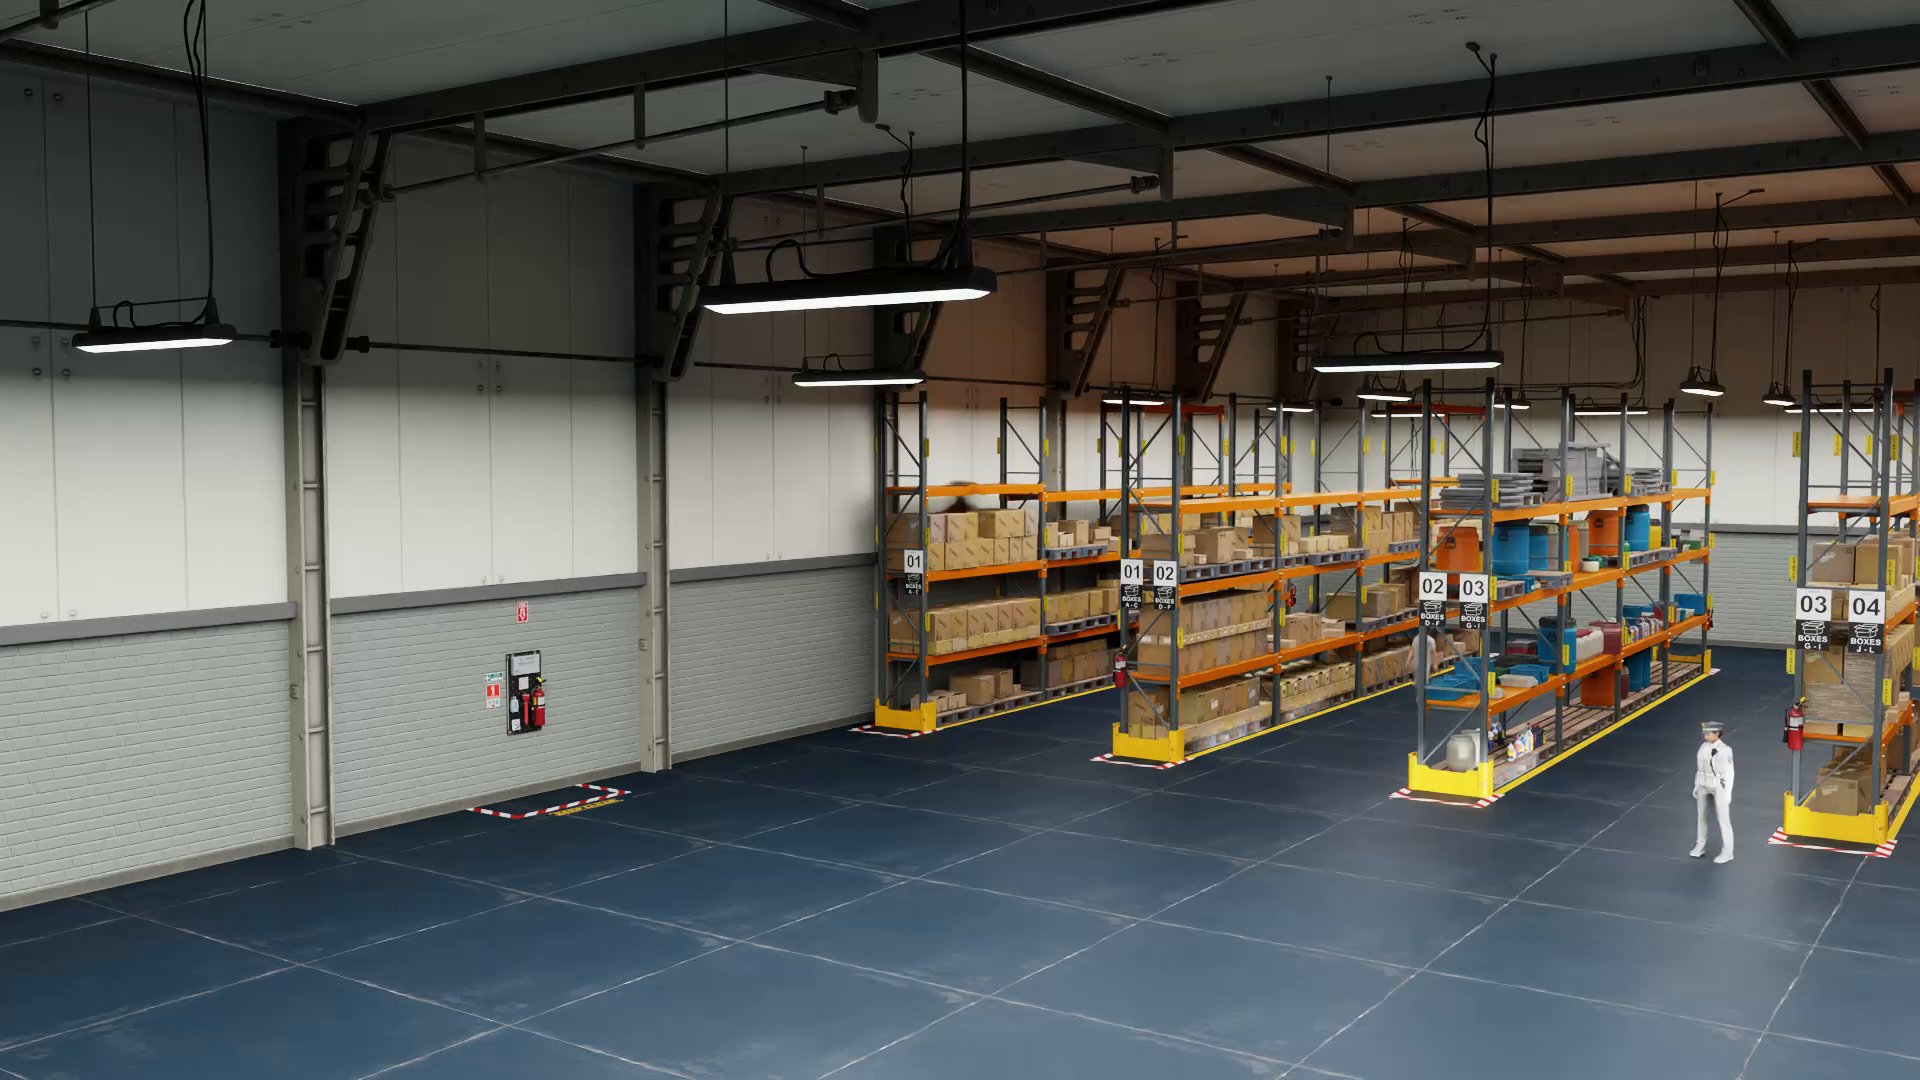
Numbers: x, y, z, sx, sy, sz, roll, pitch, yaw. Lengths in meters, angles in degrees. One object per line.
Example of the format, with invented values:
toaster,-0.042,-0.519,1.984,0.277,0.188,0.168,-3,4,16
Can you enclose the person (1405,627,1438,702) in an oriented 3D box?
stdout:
person,8.921,2.411,32.133,0.590,1.600,1.015,2,4,26

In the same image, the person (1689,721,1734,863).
person,9.154,3.046,20.253,0.372,1.659,0.551,-2,4,-26

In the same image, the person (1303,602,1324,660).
person,7.735,2.134,36.671,0.602,1.684,1.012,3,4,39
